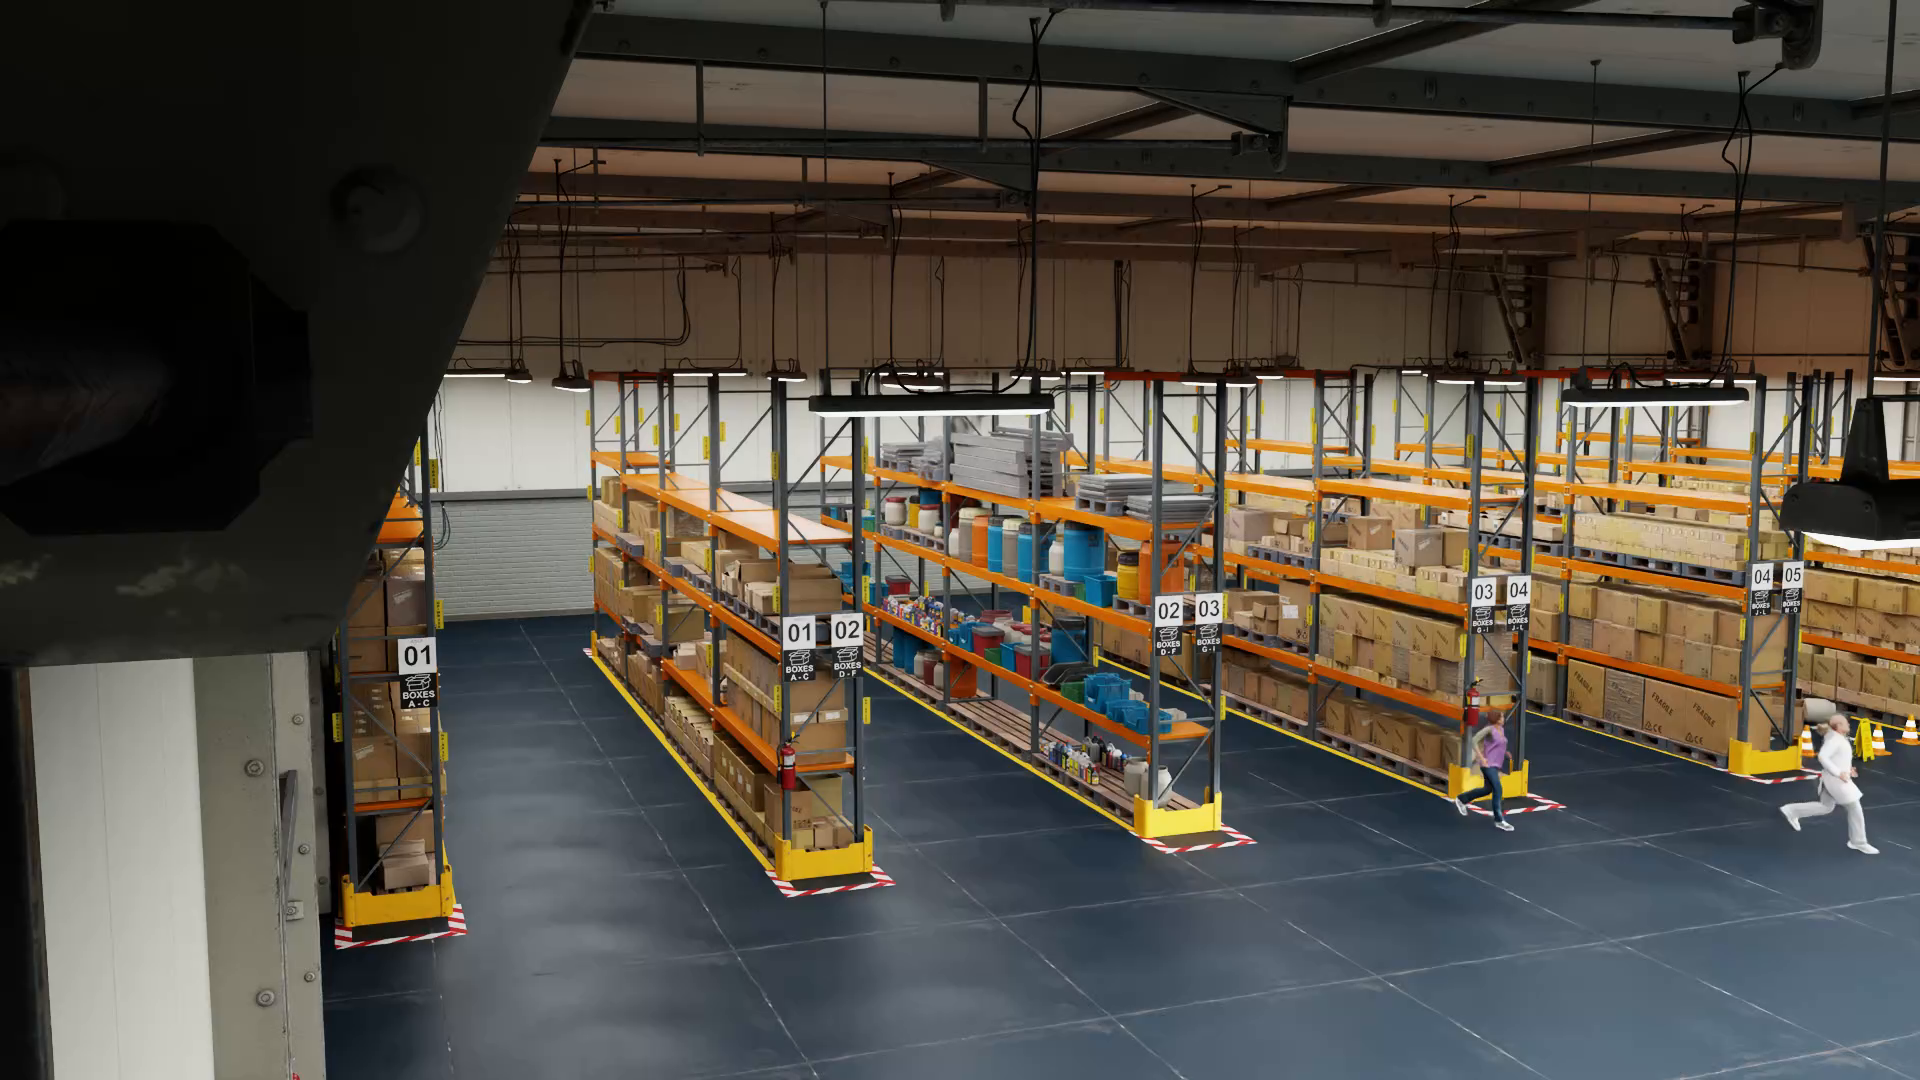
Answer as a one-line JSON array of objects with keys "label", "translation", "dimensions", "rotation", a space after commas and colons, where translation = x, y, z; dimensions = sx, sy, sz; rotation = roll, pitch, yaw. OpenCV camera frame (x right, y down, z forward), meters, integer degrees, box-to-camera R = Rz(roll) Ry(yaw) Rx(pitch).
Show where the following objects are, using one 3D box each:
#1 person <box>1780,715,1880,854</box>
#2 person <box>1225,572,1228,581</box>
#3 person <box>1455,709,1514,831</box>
[{"label": "person", "translation": [11.178, 3.107, 21.311], "dimensions": [1.155, 1.776, 0.681], "rotation": [2, 7, 15]}, {"label": "person", "translation": [6.578, 0.909, 41.544], "dimensions": [0.552, 1.618, 0.611], "rotation": [1, 6, 9]}, {"label": "person", "translation": [7.128, 3.055, 22.394], "dimensions": [0.878, 1.544, 0.578], "rotation": [6, 8, 41]}]
